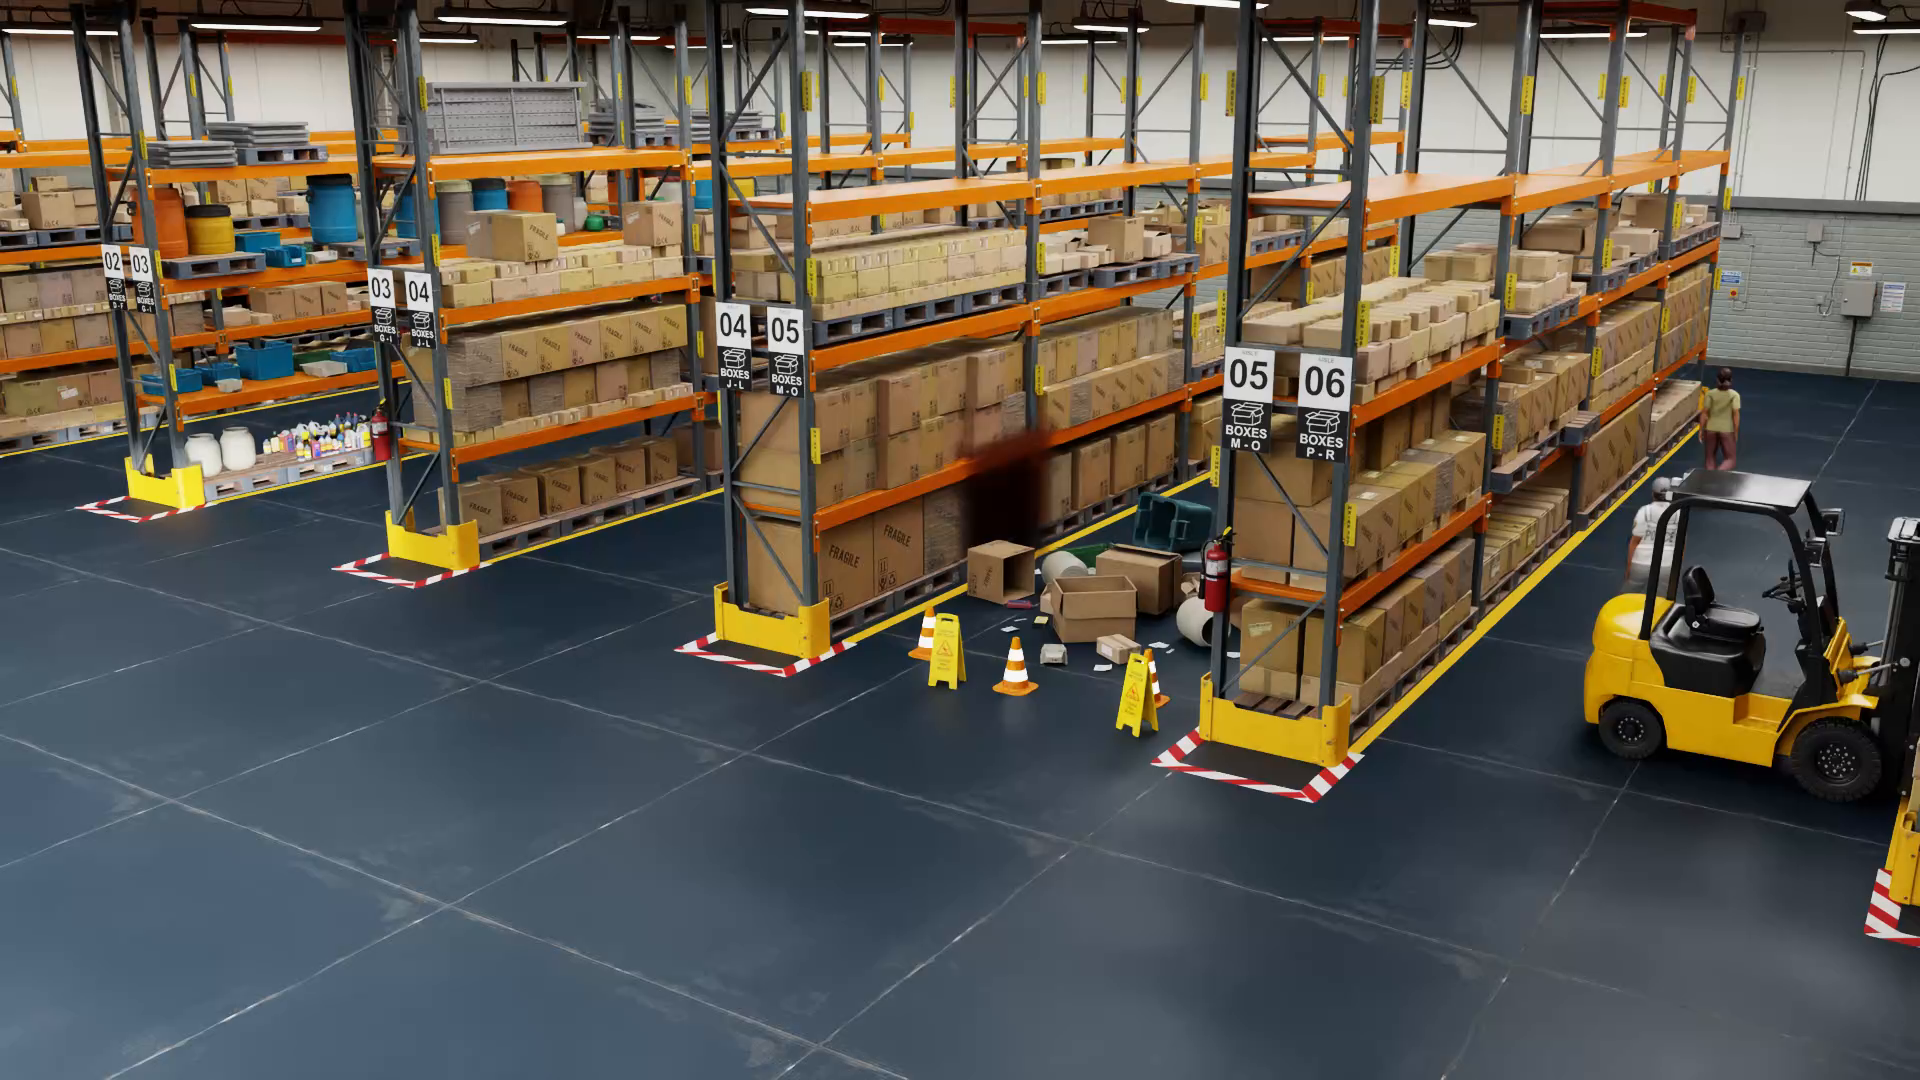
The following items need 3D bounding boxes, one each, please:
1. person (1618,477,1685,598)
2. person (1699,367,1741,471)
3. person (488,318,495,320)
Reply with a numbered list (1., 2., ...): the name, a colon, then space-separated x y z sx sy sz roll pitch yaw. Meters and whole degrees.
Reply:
1. person: 6.339 0.259 15.239 0.520 1.689 0.435 3 16 10
2. person: 9.563 -1.336 20.937 0.494 1.669 0.516 9 18 29
3. person: -7.571 -3.178 27.310 0.694 1.719 1.039 10 18 32
